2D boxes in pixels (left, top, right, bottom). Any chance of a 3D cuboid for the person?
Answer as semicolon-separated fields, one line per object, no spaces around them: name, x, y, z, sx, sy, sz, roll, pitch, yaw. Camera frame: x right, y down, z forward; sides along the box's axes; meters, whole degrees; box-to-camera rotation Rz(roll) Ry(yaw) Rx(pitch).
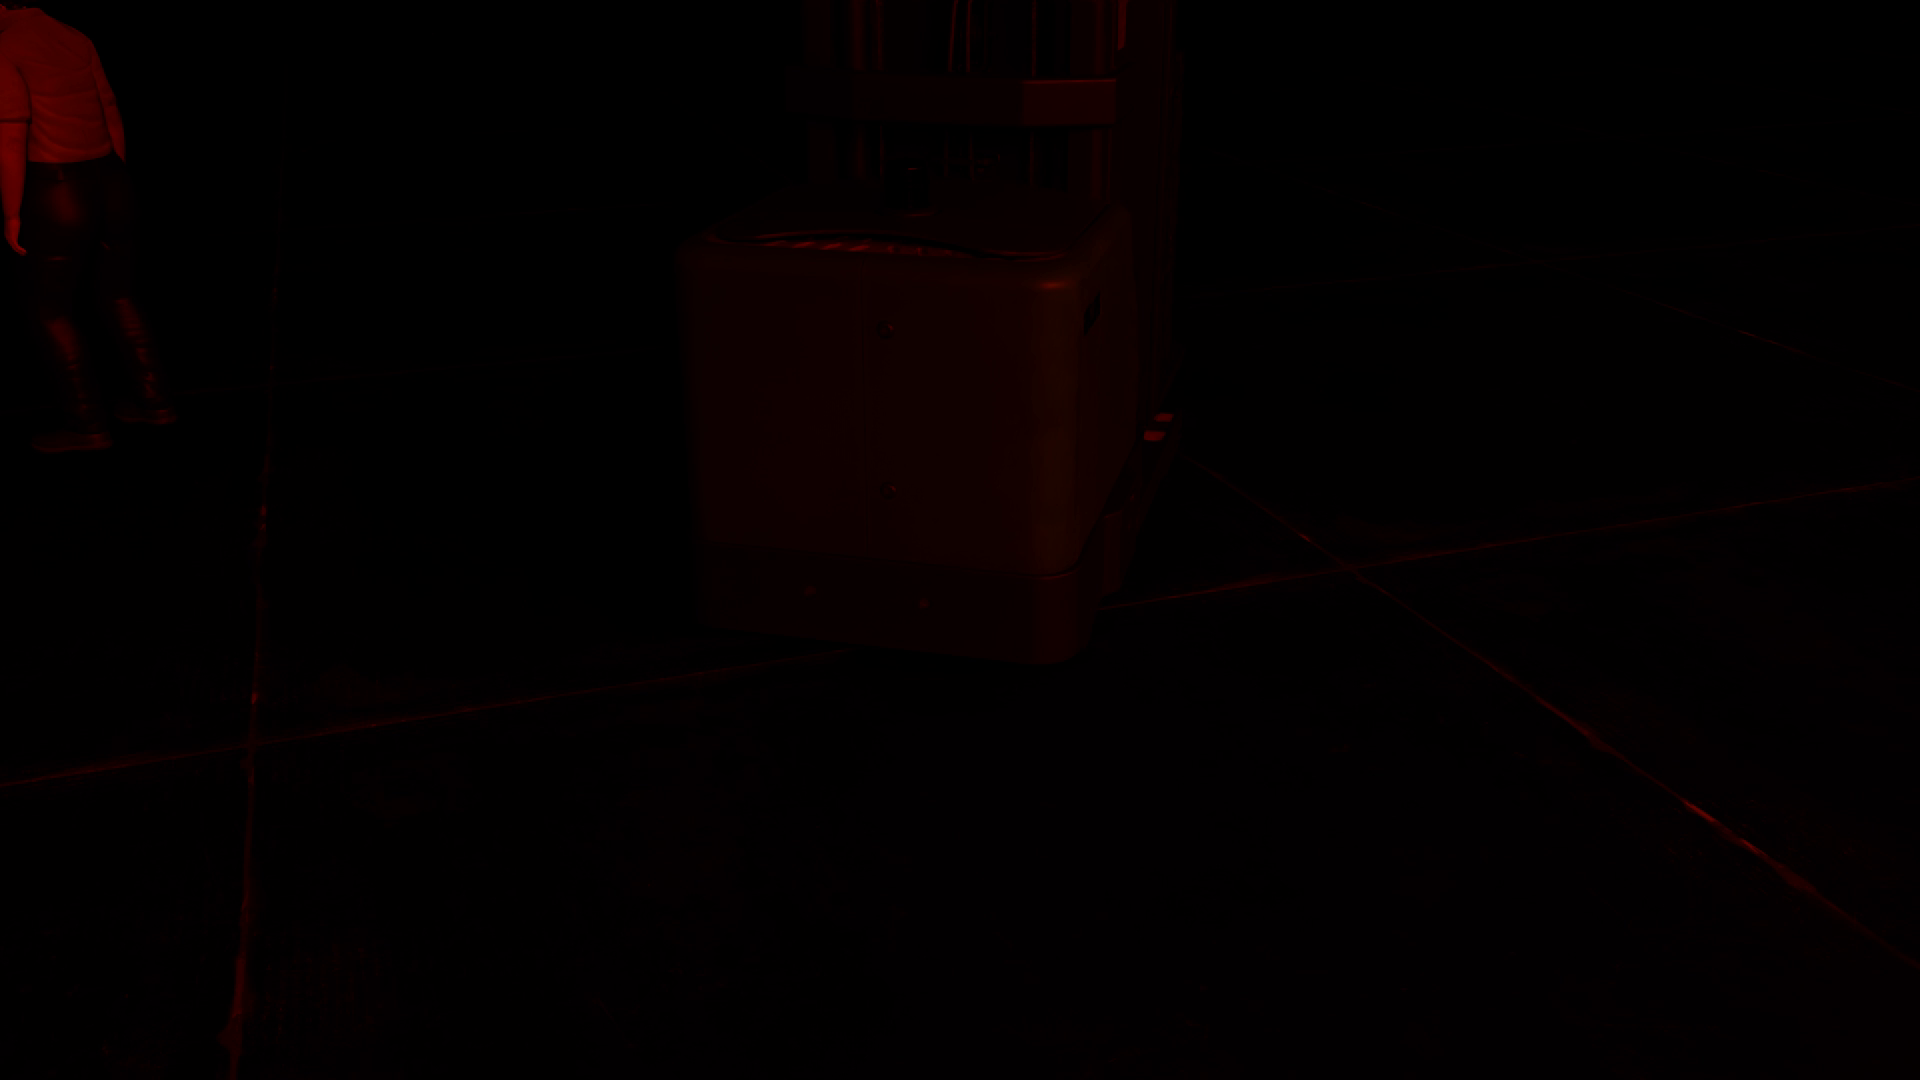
person;-3.032;-1.128;5.643;0.380;1.654;0.529;7;24;16

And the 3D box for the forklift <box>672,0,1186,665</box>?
forklift;0.144;-1.582;5.060;1.130;2.935;3.031;6;23;13
